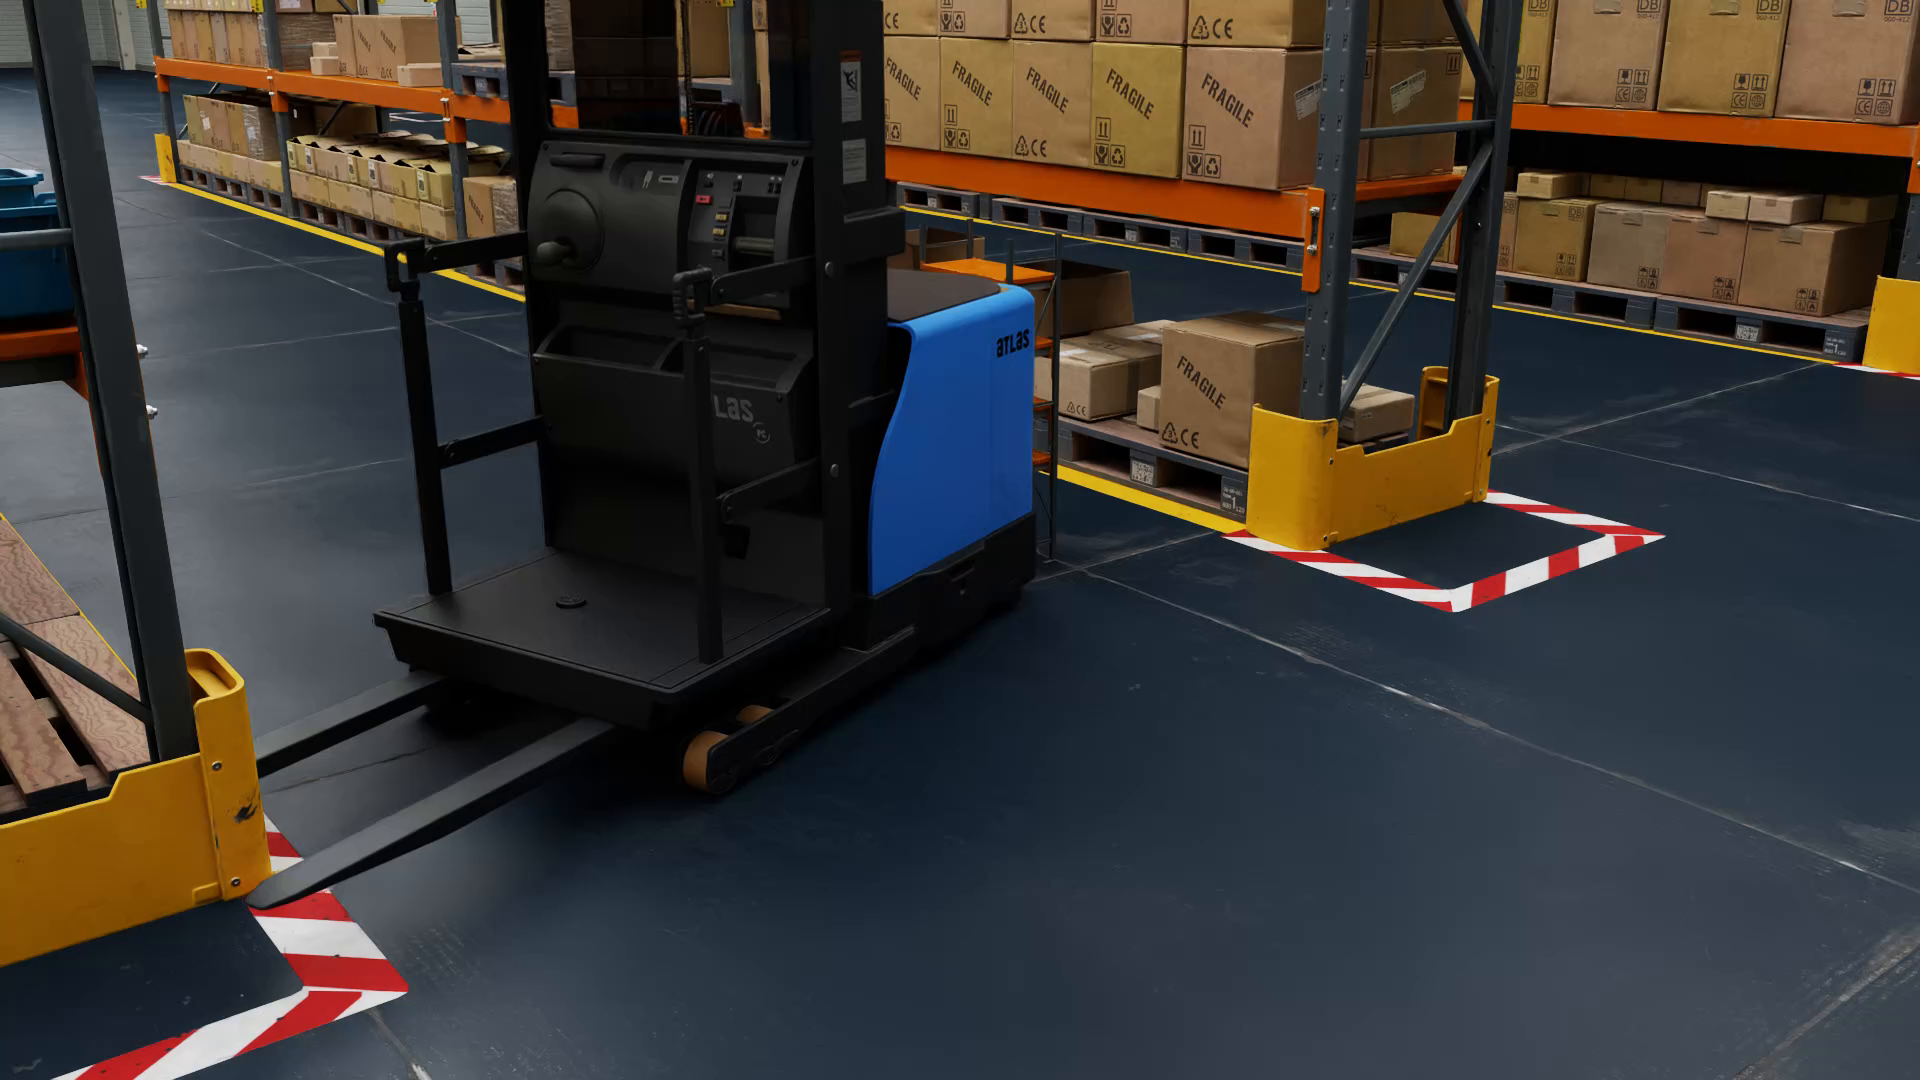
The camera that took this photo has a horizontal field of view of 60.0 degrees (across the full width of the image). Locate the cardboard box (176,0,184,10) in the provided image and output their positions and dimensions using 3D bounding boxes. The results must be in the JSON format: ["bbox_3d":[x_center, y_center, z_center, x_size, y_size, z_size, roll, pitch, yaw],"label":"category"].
[{"bbox_3d":[-7.845,-5.543,17.141,0.380,0.149,0.250,-14,23,-36],"label":"cardboard box"}]

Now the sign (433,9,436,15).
[{"bbox_3d":[-8.738,-8.685,27.763,0.001,0.329,0.234,-14,23,-36],"label":"sign"}]

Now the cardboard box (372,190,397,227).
[{"bbox_3d":[-4.423,-2.709,13.477,0.500,0.250,0.500,-13,23,-35],"label":"cardboard box"}]

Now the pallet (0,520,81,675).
[{"bbox_3d":[-3.425,0.268,5.218,1.003,0.211,1.213,-14,23,-36],"label":"pallet"}]

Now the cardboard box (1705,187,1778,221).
[{"bbox_3d":[4.681,-2.011,9.940,0.380,0.149,0.250,-13,22,-35],"label":"cardboard box"}]

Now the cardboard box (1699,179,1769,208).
[{"bbox_3d":[4.827,-2.146,10.350,0.380,0.149,0.250,-14,23,-36],"label":"cardboard box"}]

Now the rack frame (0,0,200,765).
[{"bbox_3d":[-2.190,-0.545,3.235,1.000,3.000,0.127,-14,23,-36],"label":"rack frame"}]

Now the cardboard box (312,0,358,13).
[{"bbox_3d":[-5.771,-4.927,15.279,0.380,0.149,0.250,-14,23,-36],"label":"cardboard box"}]

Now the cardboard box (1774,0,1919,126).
[{"bbox_3d":[5.251,-2.744,9.401,0.980,0.700,0.700,-13,22,-34],"label":"cardboard box"}]

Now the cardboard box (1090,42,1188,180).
[{"bbox_3d":[0.879,-1.742,6.693,0.500,0.500,0.500,-14,23,-36],"label":"cardboard box"}]

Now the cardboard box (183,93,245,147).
[{"bbox_3d":[-7.769,-4.405,17.406,0.500,0.500,0.500,-14,23,-36],"label":"cardboard box"}]

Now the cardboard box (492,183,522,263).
[{"bbox_3d":[-2.884,-2.208,11.536,0.500,0.500,0.500,-15,24,-38],"label":"cardboard box"}]

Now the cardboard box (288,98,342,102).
[{"bbox_3d":[-6.419,-4.139,16.604,0.500,0.500,0.500,-14,23,-36],"label":"cardboard box"}]

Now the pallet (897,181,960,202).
[{"bbox_3d":[-0.629,-3.619,16.956,1.003,0.211,1.213,-14,23,-36],"label":"pallet"}]

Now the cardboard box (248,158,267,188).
[{"bbox_3d":[-6.518,-3.558,16.042,0.500,0.250,0.500,-14,23,-36],"label":"cardboard box"}]

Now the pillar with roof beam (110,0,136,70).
[{"bbox_3d":[-25.247,-15.817,39.815,9.100,9.000,0.400,-14,23,-36],"label":"pillar with roof beam"}]

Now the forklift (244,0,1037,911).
[{"bbox_3d":[-0.928,-0.891,4.389,1.130,2.935,3.031,11,21,29],"label":"forklift"}]

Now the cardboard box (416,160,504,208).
[{"bbox_3d":[-3.790,-2.723,12.628,0.500,0.311,0.500,-13,22,-35],"label":"cardboard box"}]

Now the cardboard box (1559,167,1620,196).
[{"bbox_3d":[4.191,-2.398,11.109,0.380,0.149,0.250,-14,23,-36],"label":"cardboard box"}]

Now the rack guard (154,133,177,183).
[{"bbox_3d":[-8.254,-4.272,18.470,1.175,0.500,0.348,-14,23,-36],"label":"rack guard"}]

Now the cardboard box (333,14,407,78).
[{"bbox_3d":[-4.965,-4.193,14.093,0.500,0.500,0.500,-12,22,-32],"label":"cardboard box"}]

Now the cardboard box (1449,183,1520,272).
[{"bbox_3d":[3.786,-2.148,11.386,0.700,0.500,0.500,-14,23,-37],"label":"cardboard box"}]

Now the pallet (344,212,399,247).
[{"bbox_3d":[-4.506,-2.669,14.087,1.003,0.211,1.213,-14,23,-36],"label":"pallet"}]

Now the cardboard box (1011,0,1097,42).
[{"bbox_3d":[0.563,-2.340,6.907,0.500,0.500,0.500,-13,22,-35],"label":"cardboard box"}]

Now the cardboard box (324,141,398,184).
[{"bbox_3d":[-5.065,-3.226,14.146,0.500,0.311,0.500,-15,23,-38],"label":"cardboard box"}]

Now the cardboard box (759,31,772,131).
[{"bbox_3d":[-0.686,-2.365,8.573,0.500,0.500,0.500,-13,22,-35],"label":"cardboard box"}]

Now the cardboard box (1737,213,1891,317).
[{"bbox_3d":[5.063,-1.644,9.864,0.700,0.500,0.500,-14,23,-36],"label":"cardboard box"}]

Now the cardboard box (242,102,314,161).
[{"bbox_3d":[-6.516,-3.915,15.926,0.500,0.500,0.500,-14,23,-36],"label":"cardboard box"}]

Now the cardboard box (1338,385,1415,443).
[{"bbox_3d":[1.704,-0.536,7.045,0.380,0.149,0.250,-14,23,-36],"label":"cardboard box"}]

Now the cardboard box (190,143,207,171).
[{"bbox_3d":[-7.767,-4.049,17.525,0.500,0.250,0.500,-14,23,-36],"label":"cardboard box"}]

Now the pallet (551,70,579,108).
[{"bbox_3d":[-2.061,-2.912,10.691,1.003,0.211,1.213,-14,23,-36],"label":"pallet"}]

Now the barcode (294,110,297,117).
[{"bbox_3d":[-5.924,-3.801,14.820,0.001,0.075,0.075,-14,23,-36],"label":"barcode"}]

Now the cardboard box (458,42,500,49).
[{"bbox_3d":[-3.676,-3.698,12.899,0.500,0.311,0.500,-14,23,-37],"label":"cardboard box"}]

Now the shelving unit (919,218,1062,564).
[{"bbox_3d":[0.103,-0.529,6.051,0.258,1.200,0.503,-14,23,-36],"label":"shelving unit"}]

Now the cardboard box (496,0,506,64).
[{"bbox_3d":[-2.793,-3.595,11.622,0.500,0.500,0.700,11,21,30],"label":"cardboard box"}]

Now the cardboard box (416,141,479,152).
[{"bbox_3d":[-4.334,-3.209,14.095,0.500,0.311,0.500,-14,23,-37],"label":"cardboard box"}]

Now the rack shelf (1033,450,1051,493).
[{"bbox_3d":[0.103,-0.276,6.134,0.258,0.148,0.480,-14,23,-36],"label":"rack shelf"}]

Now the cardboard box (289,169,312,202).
[{"bbox_3d":[-5.700,-3.214,15.002,0.500,0.250,0.500,-15,23,-37],"label":"cardboard box"}]

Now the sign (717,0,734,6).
[{"bbox_3d":[-1.221,-2.937,8.617,0.100,0.325,0.005,-14,23,-36],"label":"sign"}]

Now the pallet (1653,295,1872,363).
[{"bbox_3d":[5.018,-1.336,10.062,1.003,0.211,1.213,-14,23,-36],"label":"pallet"}]

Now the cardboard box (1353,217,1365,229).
[{"bbox_3d":[2.587,-2.777,12.730,0.750,0.750,0.750,-14,23,-35],"label":"cardboard box"}]

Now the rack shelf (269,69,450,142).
[{"bbox_3d":[-4.514,-3.633,13.707,1.077,0.370,4.000,-14,23,-36],"label":"rack shelf"}]

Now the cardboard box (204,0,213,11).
[{"bbox_3d":[-7.211,-5.291,16.378,0.380,0.149,0.250,-14,23,-36],"label":"cardboard box"}]

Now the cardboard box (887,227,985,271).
[{"bbox_3d":[-0.212,-1.433,9.196,0.500,0.500,0.500,-14,23,-36],"label":"cardboard box"}]

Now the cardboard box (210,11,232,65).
[{"bbox_3d":[-6.996,-5.002,16.538,0.700,0.500,0.500,-13,22,-35],"label":"cardboard box"}]

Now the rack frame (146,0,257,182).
[{"bbox_3d":[-8.239,-5.453,18.059,1.000,3.000,0.127,-14,23,-36],"label":"rack frame"}]

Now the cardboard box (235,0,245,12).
[{"bbox_3d":[-6.573,-5.038,15.614,0.380,0.149,0.250,-14,23,-36],"label":"cardboard box"}]

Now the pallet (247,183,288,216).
[{"bbox_3d":[-6.217,-3.348,16.137,1.003,0.211,1.213,-14,23,-36],"label":"pallet"}]
